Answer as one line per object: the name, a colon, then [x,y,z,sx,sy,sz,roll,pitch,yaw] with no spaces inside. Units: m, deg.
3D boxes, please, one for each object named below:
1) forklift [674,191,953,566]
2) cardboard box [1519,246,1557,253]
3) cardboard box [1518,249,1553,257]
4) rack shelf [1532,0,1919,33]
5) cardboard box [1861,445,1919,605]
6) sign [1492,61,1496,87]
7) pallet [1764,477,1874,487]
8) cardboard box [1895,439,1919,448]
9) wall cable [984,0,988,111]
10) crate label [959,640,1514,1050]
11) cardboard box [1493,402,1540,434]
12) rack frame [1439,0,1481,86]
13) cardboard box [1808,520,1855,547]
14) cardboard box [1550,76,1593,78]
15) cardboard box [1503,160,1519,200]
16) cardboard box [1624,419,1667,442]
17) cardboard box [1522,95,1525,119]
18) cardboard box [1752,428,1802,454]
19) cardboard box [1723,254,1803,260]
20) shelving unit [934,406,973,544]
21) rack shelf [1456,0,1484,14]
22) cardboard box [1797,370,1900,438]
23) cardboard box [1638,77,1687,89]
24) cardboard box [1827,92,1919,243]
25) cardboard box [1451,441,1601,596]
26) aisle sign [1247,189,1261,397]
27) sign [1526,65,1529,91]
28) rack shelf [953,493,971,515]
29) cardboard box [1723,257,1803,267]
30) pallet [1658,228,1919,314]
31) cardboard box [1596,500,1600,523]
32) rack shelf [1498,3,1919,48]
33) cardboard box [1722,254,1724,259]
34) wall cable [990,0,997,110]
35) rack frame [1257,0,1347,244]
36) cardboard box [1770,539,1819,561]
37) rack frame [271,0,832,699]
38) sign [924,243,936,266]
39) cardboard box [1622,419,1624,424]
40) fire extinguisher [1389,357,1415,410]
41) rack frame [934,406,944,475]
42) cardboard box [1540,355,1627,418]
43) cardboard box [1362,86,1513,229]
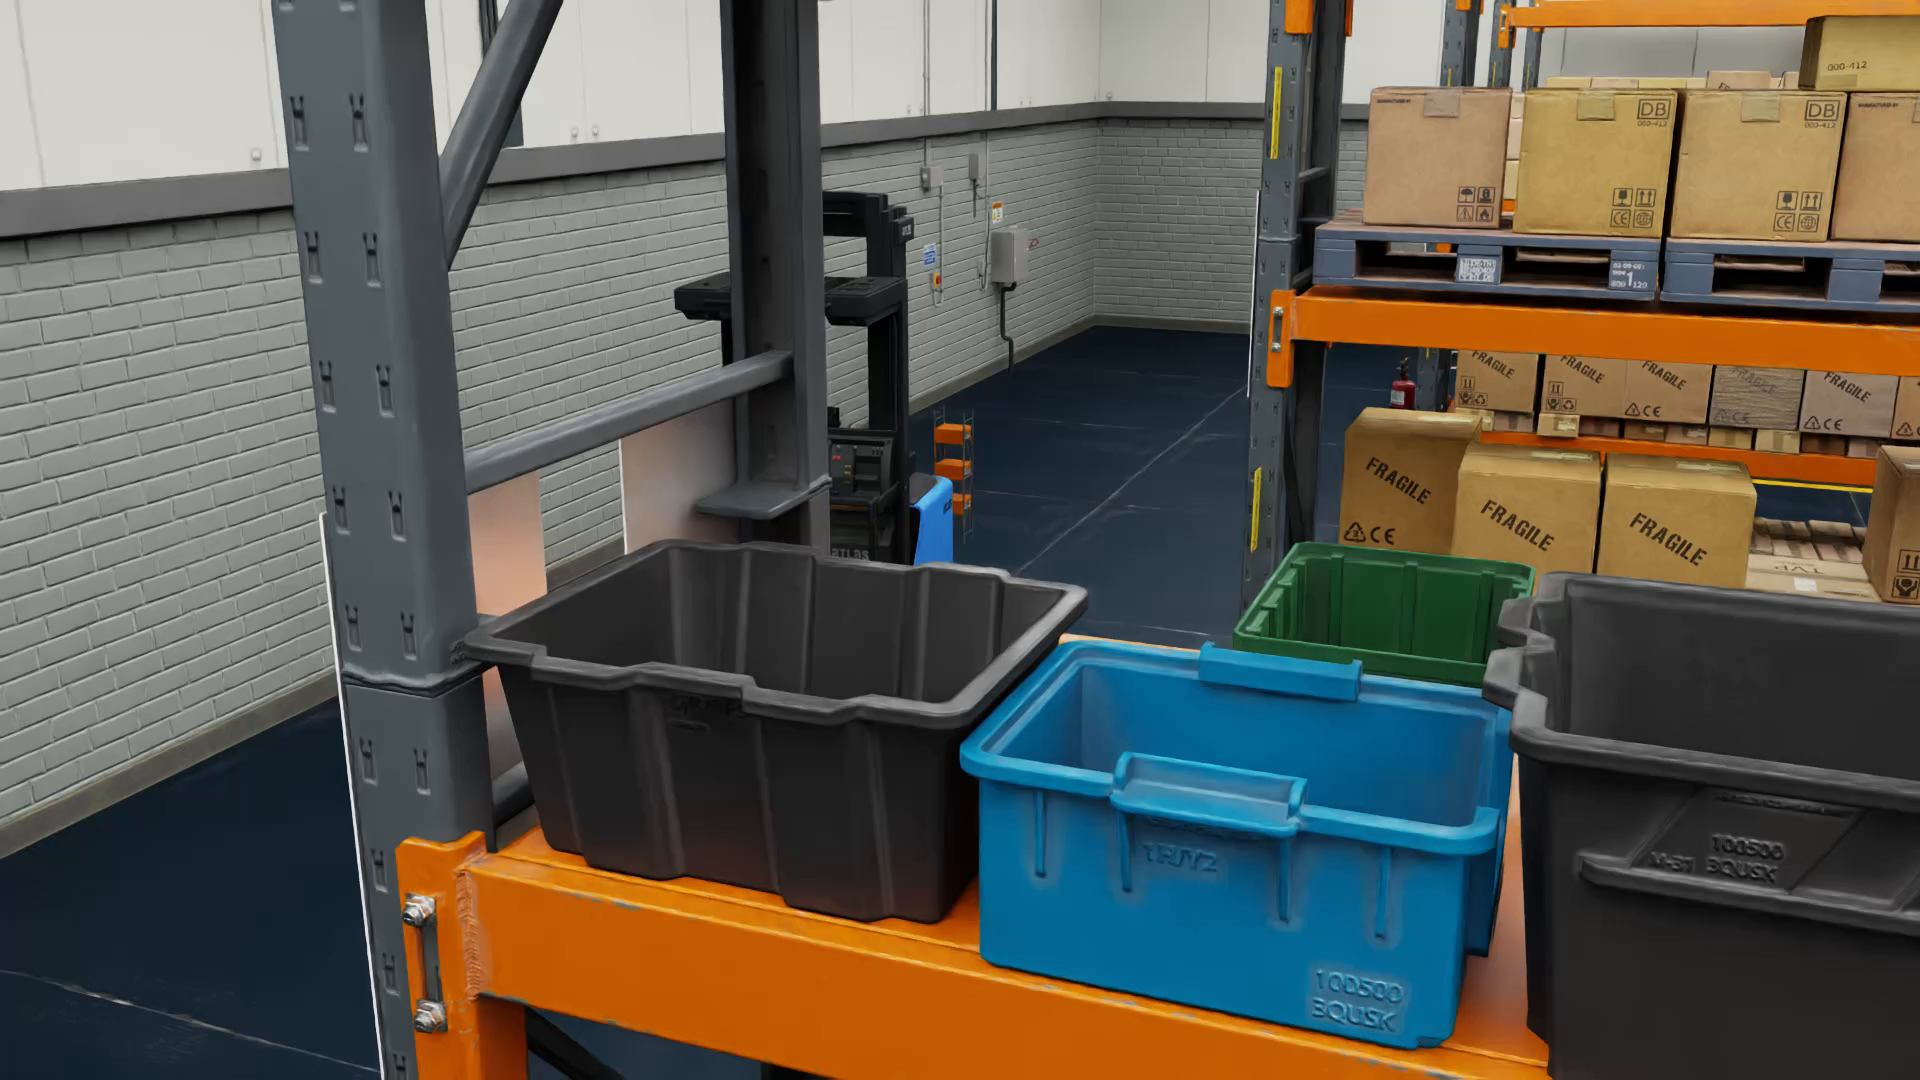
forklift: [-0.891,-0.426,9.385,1.130,2.935,3.031,4,17,14]
cardboard box: [3.798,-1.772,11.390,0.500,0.500,0.500,6,17,19]
cardboard box: [3.601,-1.639,10.934,0.500,0.500,0.500,6,17,20]
rack shelf: [8.681,-5.994,18.977,4.000,0.370,1.077,6,17,21]
cardboard box: [3.795,-0.048,6.350,0.500,0.500,0.500,6,17,19]
sign: [4.794,-4.132,14.937,0.005,0.325,0.100,6,17,21]
pallet: [8.046,-0.727,15.299,1.213,0.211,1.003,6,17,21]
cardboard box: [5.929,-0.607,10.334,0.250,0.149,0.380,6,17,19]
wall cable: [-0.113,-5.962,17.569,0.029,3.000,2.355,6,17,21]
crate label: [0.289,0.287,1.692,0.502,0.251,0.408,6,17,21]
cardboard box: [3.714,-0.829,11.099,0.250,0.149,0.380,7,18,23]
rack frame: [3.281,-3.964,10.687,0.127,3.000,1.000,6,17,21]
cardboard box: [5.812,-0.006,11.106,0.250,0.149,0.380,7,17,22]
cardboard box: [7.337,-5.443,20.002,0.500,0.250,0.500,6,17,19]
cardboard box: [3.605,-2.339,10.740,0.500,0.250,0.500,7,18,23]
cardboard box: [4.479,-0.762,10.870,0.250,0.149,0.380,6,17,20]
cardboard box: [3.729,-2.760,10.578,0.250,0.149,0.380,7,18,23]
cardboard box: [5.170,-0.663,10.527,0.250,0.149,0.380,7,17,22]
cardboard box: [5.249,-1.616,10.853,0.500,0.500,0.500,6,17,19]
shelving unit: [-0.050,-0.510,13.046,0.252,1.050,0.215,6,17,21]
rack shelf: [5.141,-3.412,10.083,4.000,0.370,1.077,6,17,21]
cardboard box: [5.503,-0.945,10.337,0.500,0.500,0.500,6,17,20]
cardboard box: [8.080,-5.201,19.167,0.500,0.250,0.500,6,17,20]
cardboard box: [3.405,-1.347,5.941,0.500,0.500,0.700,7,18,23]
cardboard box: [2.180,-0.068,6.417,0.500,0.500,0.500,6,17,19]
aisle sign: [1.190,-0.985,6.523,0.004,0.787,0.394,6,17,21]
sign: [6.622,-5.384,19.392,0.005,0.325,0.100,6,17,21]
rack shelf: [-0.050,-0.233,13.127,0.240,0.259,0.215,6,17,21]
cardboard box: [5.024,-1.479,10.382,0.500,0.500,0.500,6,17,19]
pallet: [3.200,-1.007,6.042,1.213,0.211,1.003,6,17,21]
cardboard box: [4.367,-0.179,11.702,0.250,0.149,0.380,6,17,19]
rack shelf: [6.864,-4.516,14.596,4.000,0.370,1.077,6,17,21]
cardboard box: [6.774,-2.630,14.879,0.500,0.500,0.500,6,17,21]
wall cable: [0.944,-6.698,20.039,0.133,3.039,2.988,6,17,21]
rack frame: [1.367,-2.688,6.292,0.127,3.000,1.000,6,17,21]
cardboard box: [5.335,0.125,10.657,0.250,0.149,0.380,6,17,19]
rack frame: [-0.450,-1.403,1.867,0.127,3.000,1.000,6,17,21]
sign: [-0.325,-3.071,17.888,0.001,0.218,0.327,6,17,21]
cardboard box: [4.625,-0.891,11.312,0.250,0.149,0.380,5,17,18]
fire extinguisher: [3.216,-1.012,12.088,0.183,0.674,0.296,6,17,21]
rack frame: [-0.163,-0.522,13.089,0.008,1.050,0.200,6,17,21]
cardboard box: [4.104,-1.108,10.897,0.500,0.500,0.500,6,17,21]
cardboard box: [1.870,-1.506,6.488,0.500,0.500,0.700,5,17,17]
